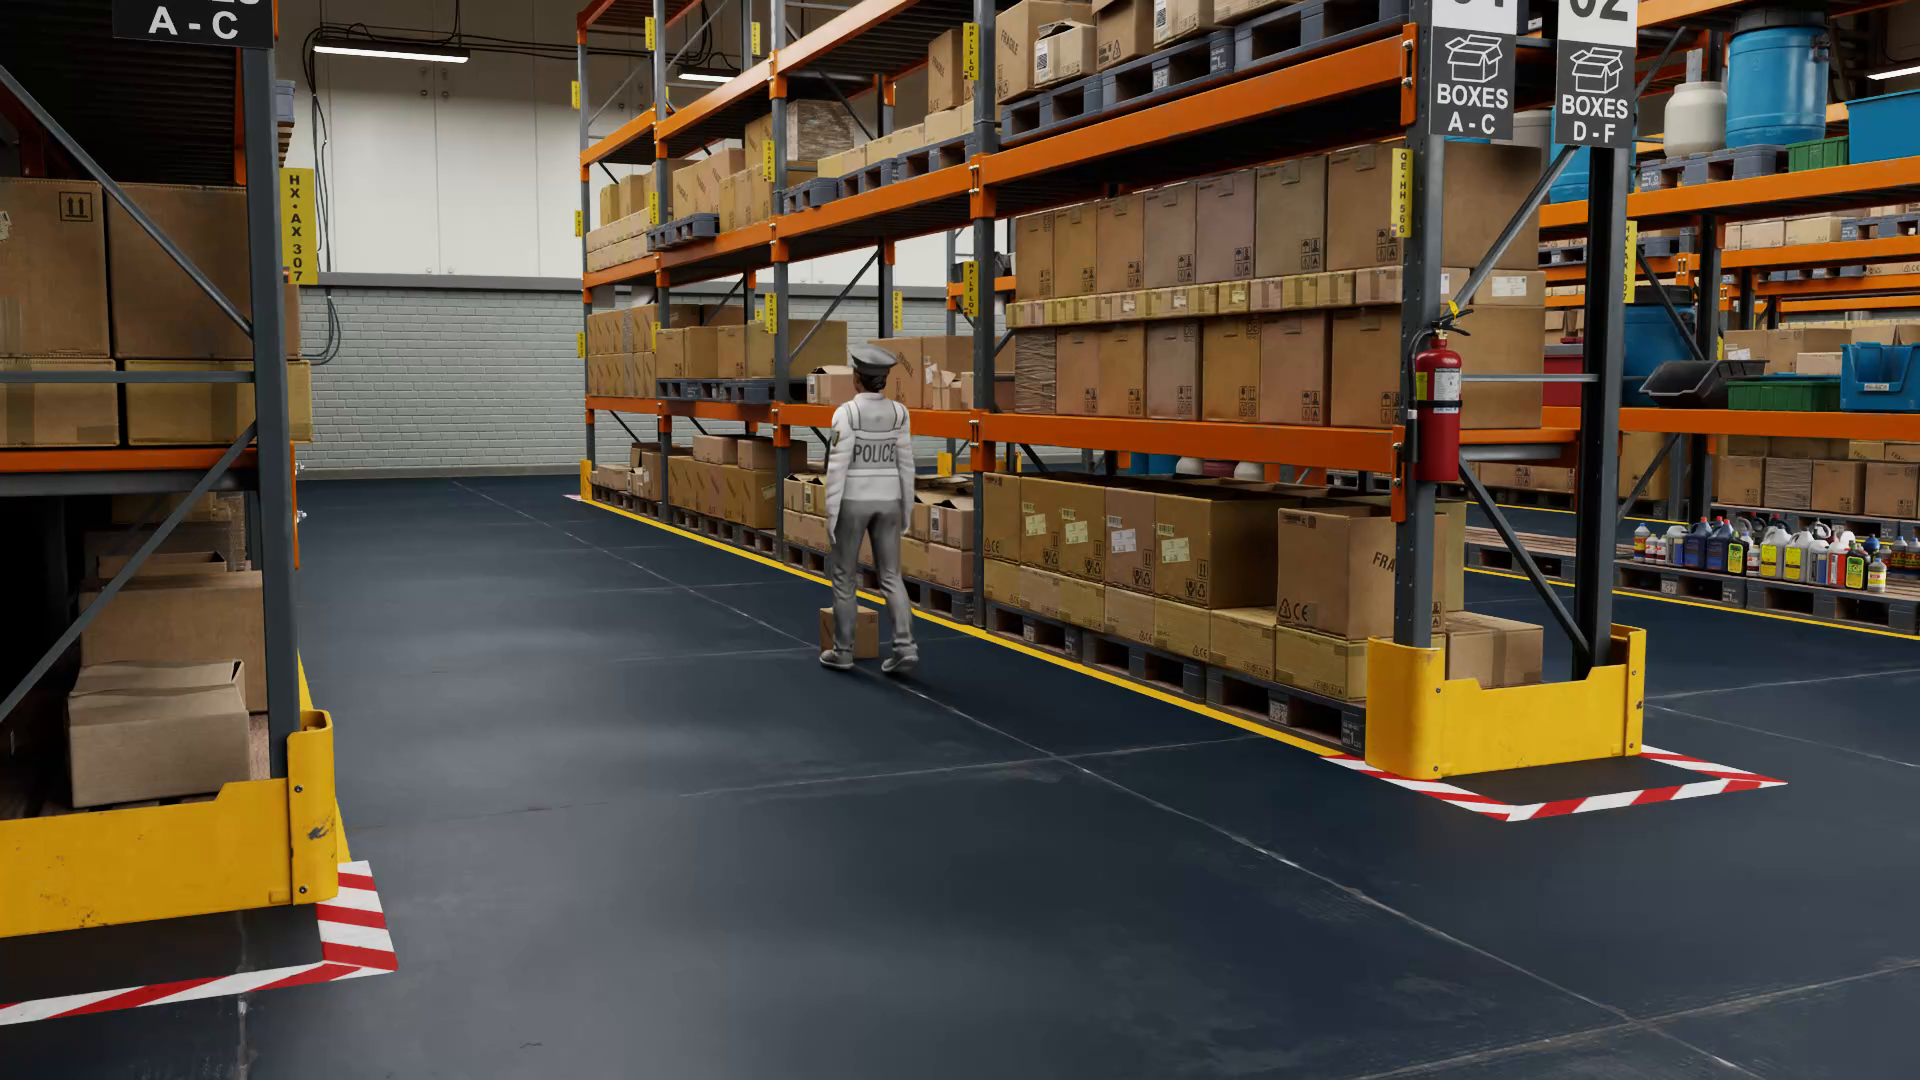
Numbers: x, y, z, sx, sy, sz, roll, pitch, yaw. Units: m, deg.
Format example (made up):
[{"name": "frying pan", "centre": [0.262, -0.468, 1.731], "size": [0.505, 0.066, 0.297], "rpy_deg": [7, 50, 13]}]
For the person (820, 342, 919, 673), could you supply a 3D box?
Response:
[{"name": "person", "centre": [-0.476, -0.166, 8.505], "size": [0.503, 1.679, 0.672], "rpy_deg": [-3, 6, -28]}]
